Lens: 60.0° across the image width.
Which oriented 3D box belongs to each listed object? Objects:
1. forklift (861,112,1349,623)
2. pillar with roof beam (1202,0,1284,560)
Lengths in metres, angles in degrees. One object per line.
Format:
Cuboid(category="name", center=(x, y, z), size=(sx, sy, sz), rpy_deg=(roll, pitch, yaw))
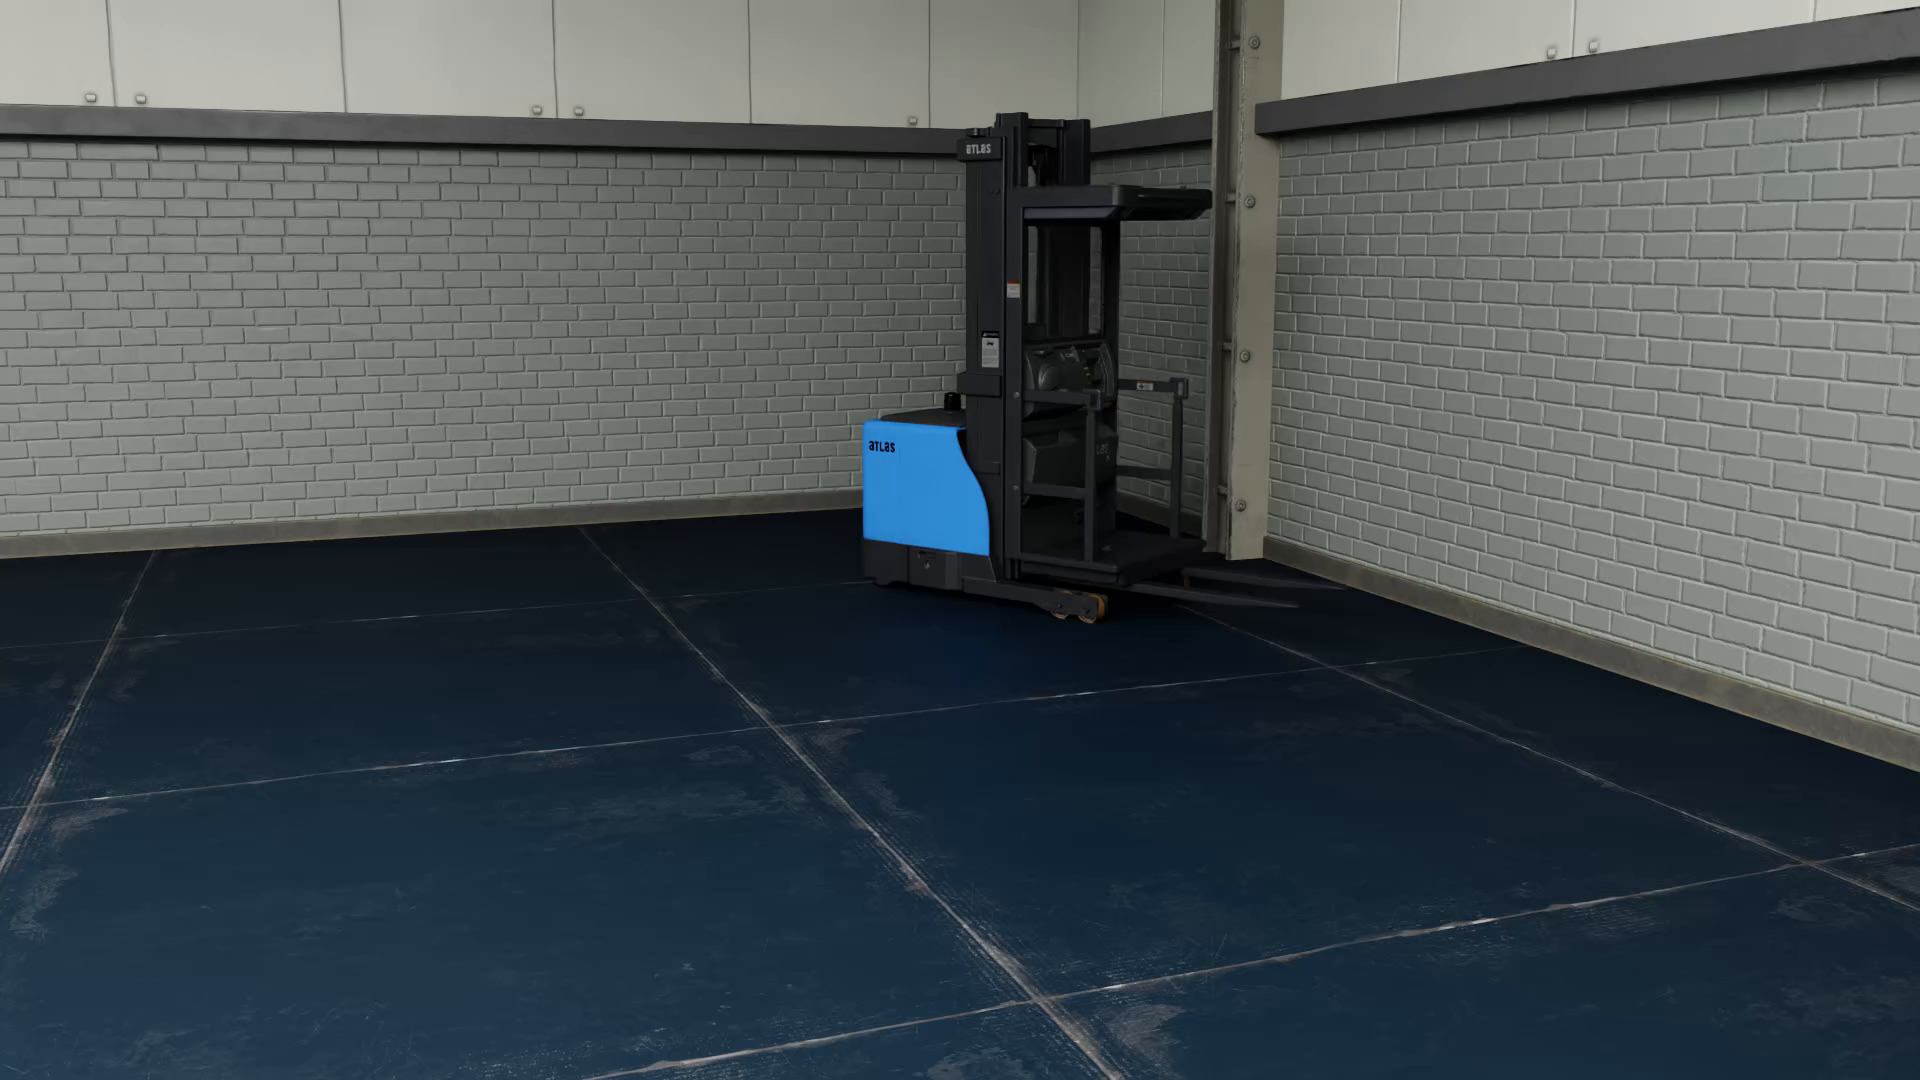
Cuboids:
Cuboid(category="forklift", center=(0.842, -1.064, 10.030), size=(3.031, 2.935, 1.130), rpy_deg=(8, 13, 36))
Cuboid(category="pillar with roof beam", center=(-2.061, -4.057, 9.532), size=(9.100, 9.000, 0.400), rpy_deg=(-4, 11, -21))
